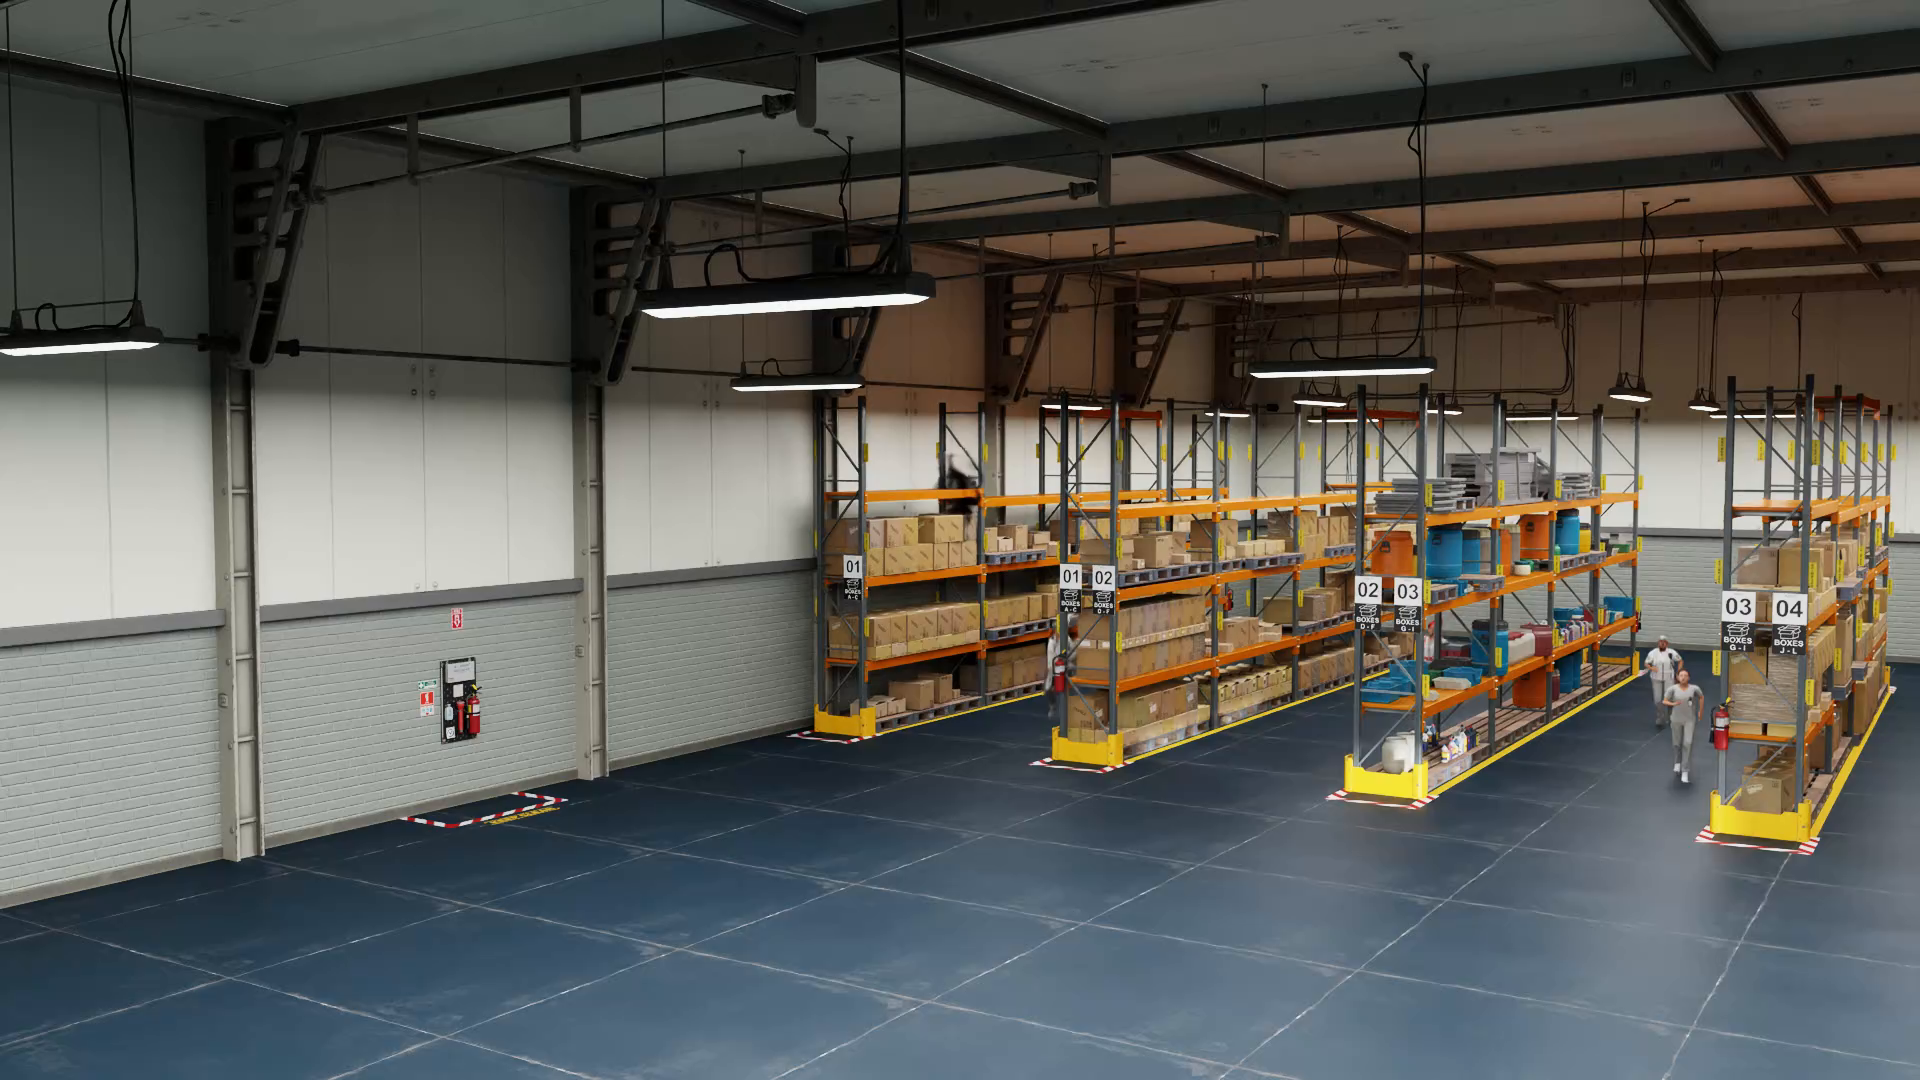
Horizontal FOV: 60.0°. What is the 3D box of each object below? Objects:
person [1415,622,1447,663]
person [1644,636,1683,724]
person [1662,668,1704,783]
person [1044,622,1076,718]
[{"bbox_3d":[9.061,2.449,31.927,0.668,1.758,0.850,2,4,32],"label":"person"},{"bbox_3d":[12.891,2.574,30.489,0.661,1.638,0.568,1,3,25],"label":"person"},{"bbox_3d":[11.097,2.804,25.531,0.583,1.697,0.894,1,3,25],"label":"person"},{"bbox_3d":[1.758,2.315,29.600,0.661,1.759,0.677,2,3,30],"label":"person"}]
